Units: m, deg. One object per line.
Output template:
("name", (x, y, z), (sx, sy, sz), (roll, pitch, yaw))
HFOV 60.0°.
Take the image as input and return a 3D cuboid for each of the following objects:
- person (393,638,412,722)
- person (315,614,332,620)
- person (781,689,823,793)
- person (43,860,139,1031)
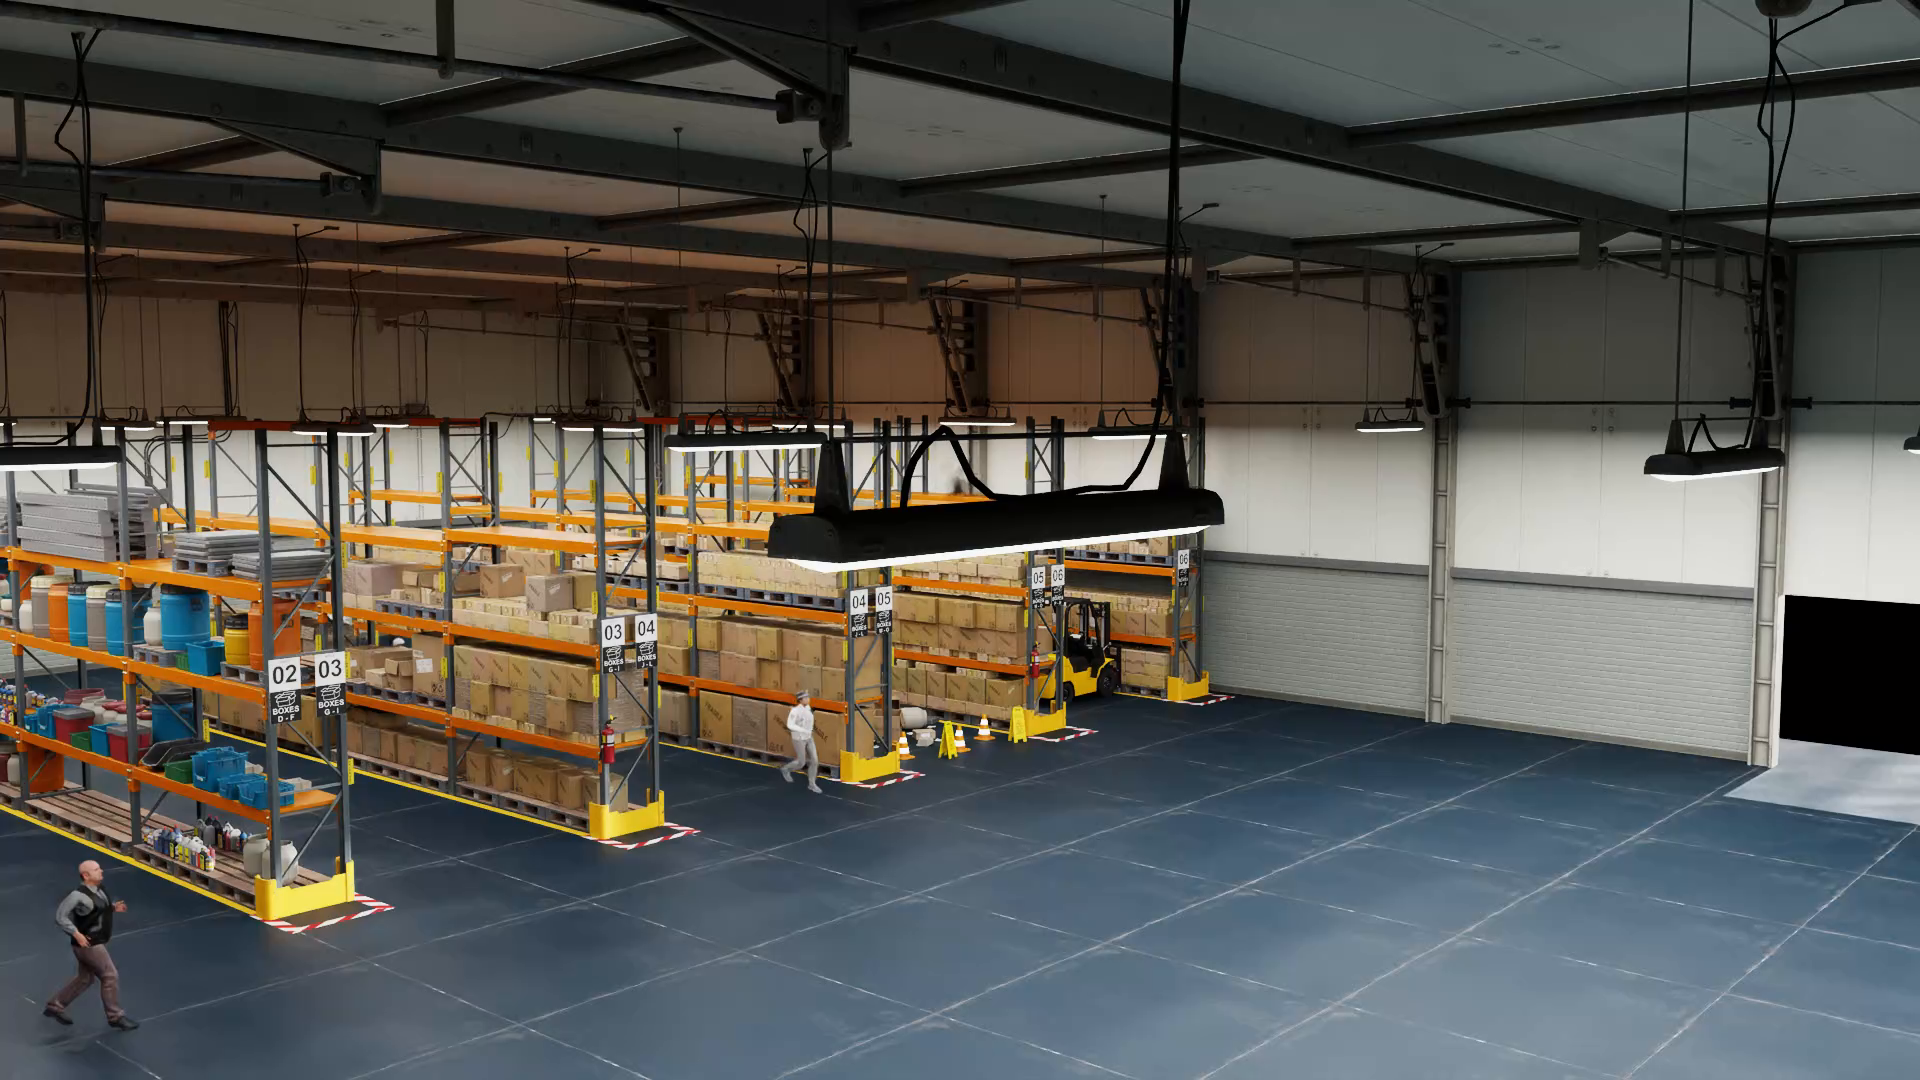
("person", (-10.841, 2.796, 32.134), (0.754, 1.817, 0.675), (4, 6, 39))
("person", (-14.952, 2.271, 39.041), (0.687, 1.628, 0.965), (3, 6, 34))
("person", (-2.589, 3.258, 27.112), (0.797, 1.697, 0.657), (3, 6, 35))
("person", (-8.757, 4.077, 16.738), (0.878, 1.749, 0.641), (-1, 5, -15))
